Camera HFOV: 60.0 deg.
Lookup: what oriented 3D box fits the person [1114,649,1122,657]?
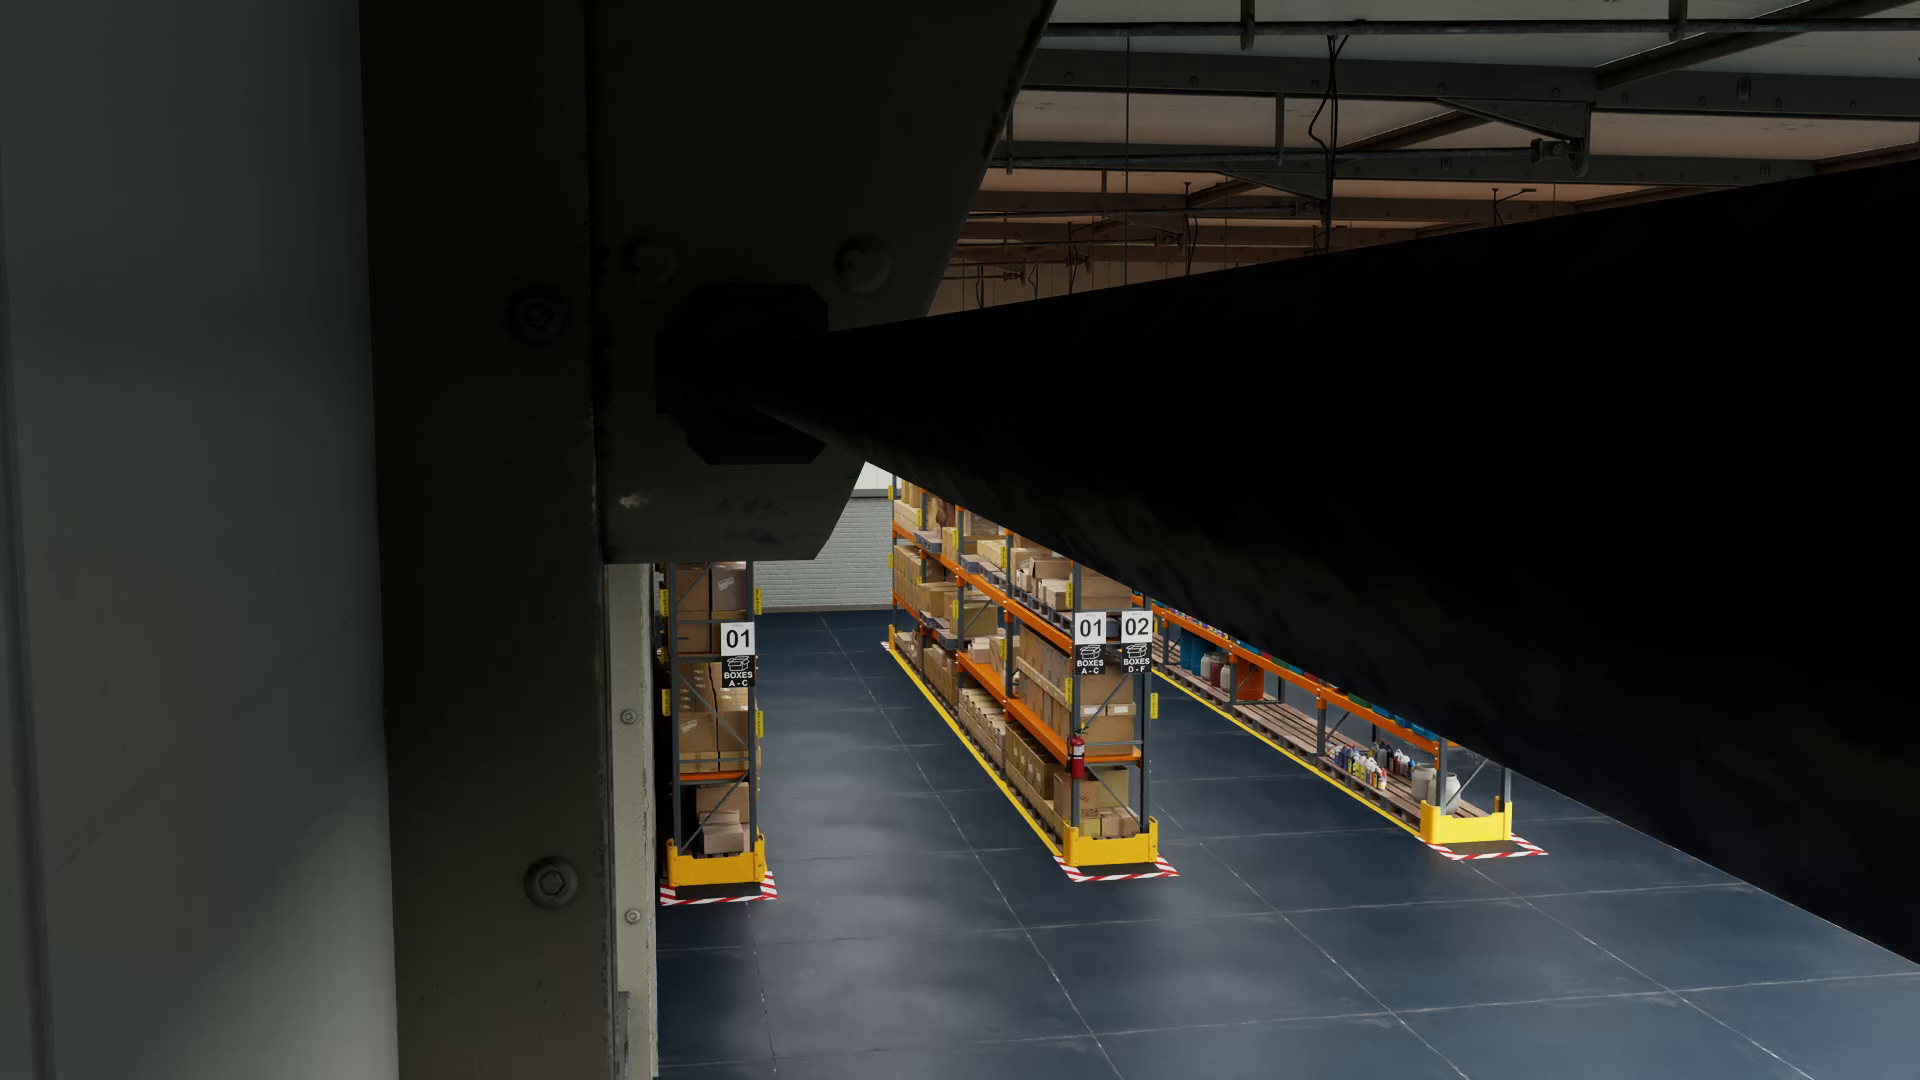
[{"bbox_3d":[2.994,1.715,32.551,0.628,1.728,0.871,-2,6,-16],"label":"person"}]

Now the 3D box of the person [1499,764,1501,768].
[{"bbox_3d":[8.592,2.815,25.447,0.693,1.566,0.840,-3,7,-22],"label":"person"}]
